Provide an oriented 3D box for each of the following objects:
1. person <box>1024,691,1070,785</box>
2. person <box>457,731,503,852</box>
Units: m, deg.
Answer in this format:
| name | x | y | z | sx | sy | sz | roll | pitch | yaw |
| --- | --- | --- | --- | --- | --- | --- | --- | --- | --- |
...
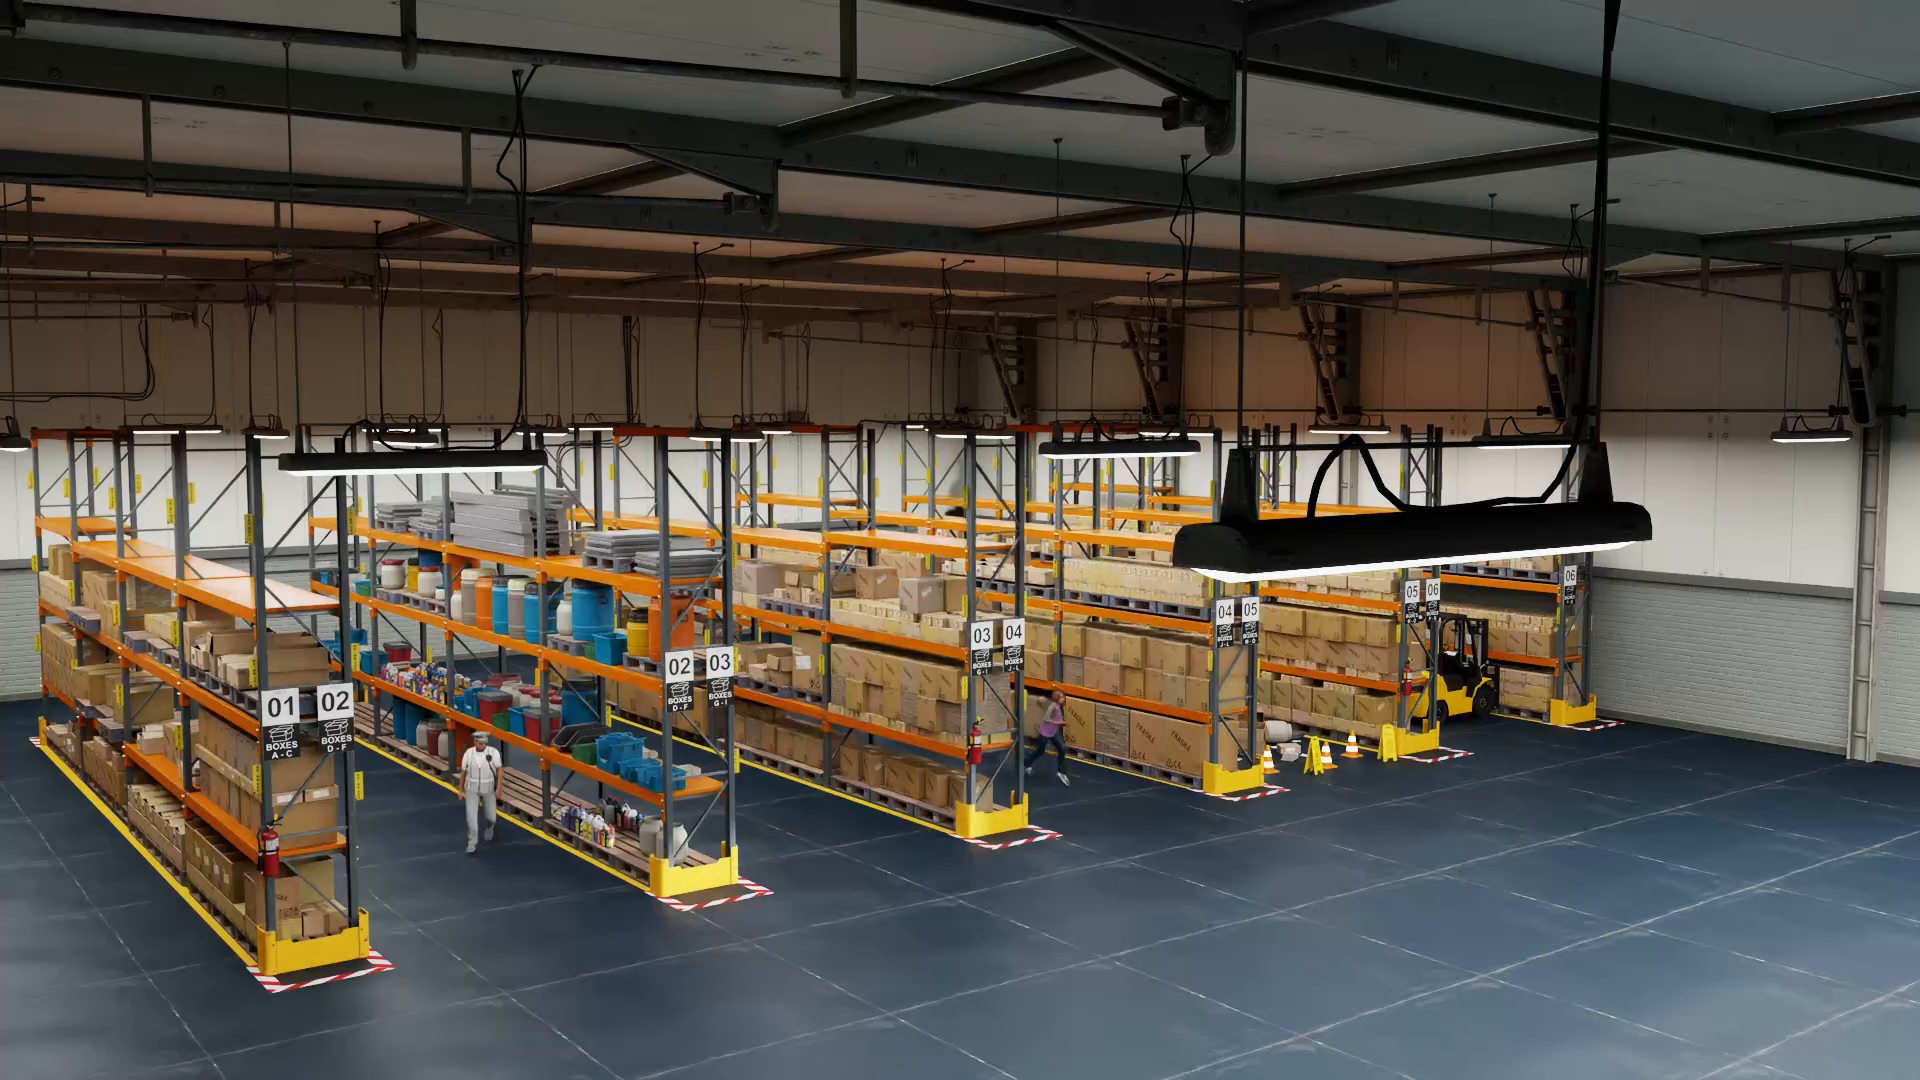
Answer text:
| name | x | y | z | sx | sy | sz | roll | pitch | yaw |
| --- | --- | --- | --- | --- | --- | --- | --- | --- | --- |
| person | 1.450 | 3.335 | 28.270 | 0.912 | 1.606 | 0.537 | 3 | 5 | 34 |
| person | -6.903 | 3.576 | 23.921 | 0.631 | 1.702 | 0.739 | -1 | 5 | -12 |
